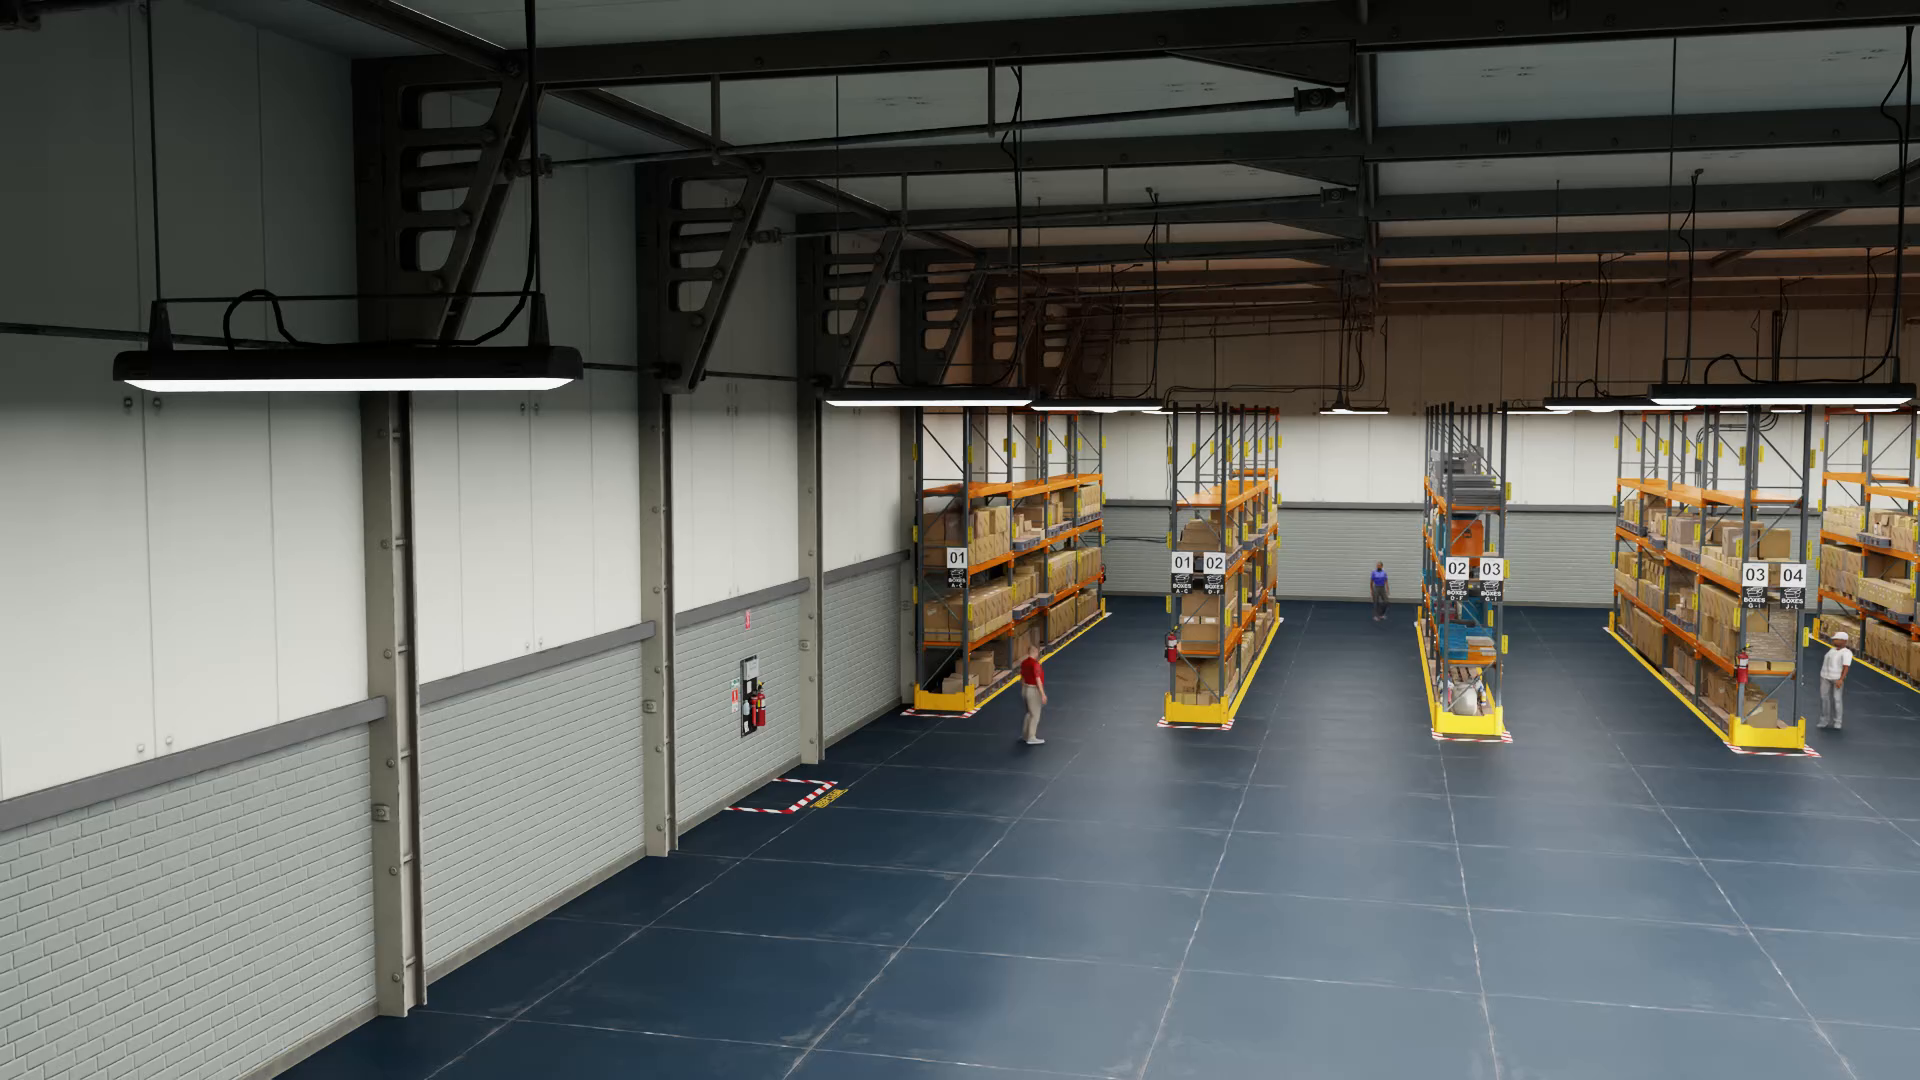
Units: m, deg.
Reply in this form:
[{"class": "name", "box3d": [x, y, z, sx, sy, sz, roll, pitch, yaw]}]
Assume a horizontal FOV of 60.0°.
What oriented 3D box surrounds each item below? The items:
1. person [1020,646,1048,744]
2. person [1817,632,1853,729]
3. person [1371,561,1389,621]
[{"class": "person", "box3d": [1.299, 2.736, 29.173, 0.374, 1.765, 0.644, -2, 5, -24]}, {"class": "person", "box3d": [16.105, 2.591, 30.636, 0.617, 1.799, 0.592, -3, 5, -37]}, {"class": "person", "box3d": [11.826, 1.437, 46.867, 0.497, 1.666, 0.372, -1, 4, -8]}]
